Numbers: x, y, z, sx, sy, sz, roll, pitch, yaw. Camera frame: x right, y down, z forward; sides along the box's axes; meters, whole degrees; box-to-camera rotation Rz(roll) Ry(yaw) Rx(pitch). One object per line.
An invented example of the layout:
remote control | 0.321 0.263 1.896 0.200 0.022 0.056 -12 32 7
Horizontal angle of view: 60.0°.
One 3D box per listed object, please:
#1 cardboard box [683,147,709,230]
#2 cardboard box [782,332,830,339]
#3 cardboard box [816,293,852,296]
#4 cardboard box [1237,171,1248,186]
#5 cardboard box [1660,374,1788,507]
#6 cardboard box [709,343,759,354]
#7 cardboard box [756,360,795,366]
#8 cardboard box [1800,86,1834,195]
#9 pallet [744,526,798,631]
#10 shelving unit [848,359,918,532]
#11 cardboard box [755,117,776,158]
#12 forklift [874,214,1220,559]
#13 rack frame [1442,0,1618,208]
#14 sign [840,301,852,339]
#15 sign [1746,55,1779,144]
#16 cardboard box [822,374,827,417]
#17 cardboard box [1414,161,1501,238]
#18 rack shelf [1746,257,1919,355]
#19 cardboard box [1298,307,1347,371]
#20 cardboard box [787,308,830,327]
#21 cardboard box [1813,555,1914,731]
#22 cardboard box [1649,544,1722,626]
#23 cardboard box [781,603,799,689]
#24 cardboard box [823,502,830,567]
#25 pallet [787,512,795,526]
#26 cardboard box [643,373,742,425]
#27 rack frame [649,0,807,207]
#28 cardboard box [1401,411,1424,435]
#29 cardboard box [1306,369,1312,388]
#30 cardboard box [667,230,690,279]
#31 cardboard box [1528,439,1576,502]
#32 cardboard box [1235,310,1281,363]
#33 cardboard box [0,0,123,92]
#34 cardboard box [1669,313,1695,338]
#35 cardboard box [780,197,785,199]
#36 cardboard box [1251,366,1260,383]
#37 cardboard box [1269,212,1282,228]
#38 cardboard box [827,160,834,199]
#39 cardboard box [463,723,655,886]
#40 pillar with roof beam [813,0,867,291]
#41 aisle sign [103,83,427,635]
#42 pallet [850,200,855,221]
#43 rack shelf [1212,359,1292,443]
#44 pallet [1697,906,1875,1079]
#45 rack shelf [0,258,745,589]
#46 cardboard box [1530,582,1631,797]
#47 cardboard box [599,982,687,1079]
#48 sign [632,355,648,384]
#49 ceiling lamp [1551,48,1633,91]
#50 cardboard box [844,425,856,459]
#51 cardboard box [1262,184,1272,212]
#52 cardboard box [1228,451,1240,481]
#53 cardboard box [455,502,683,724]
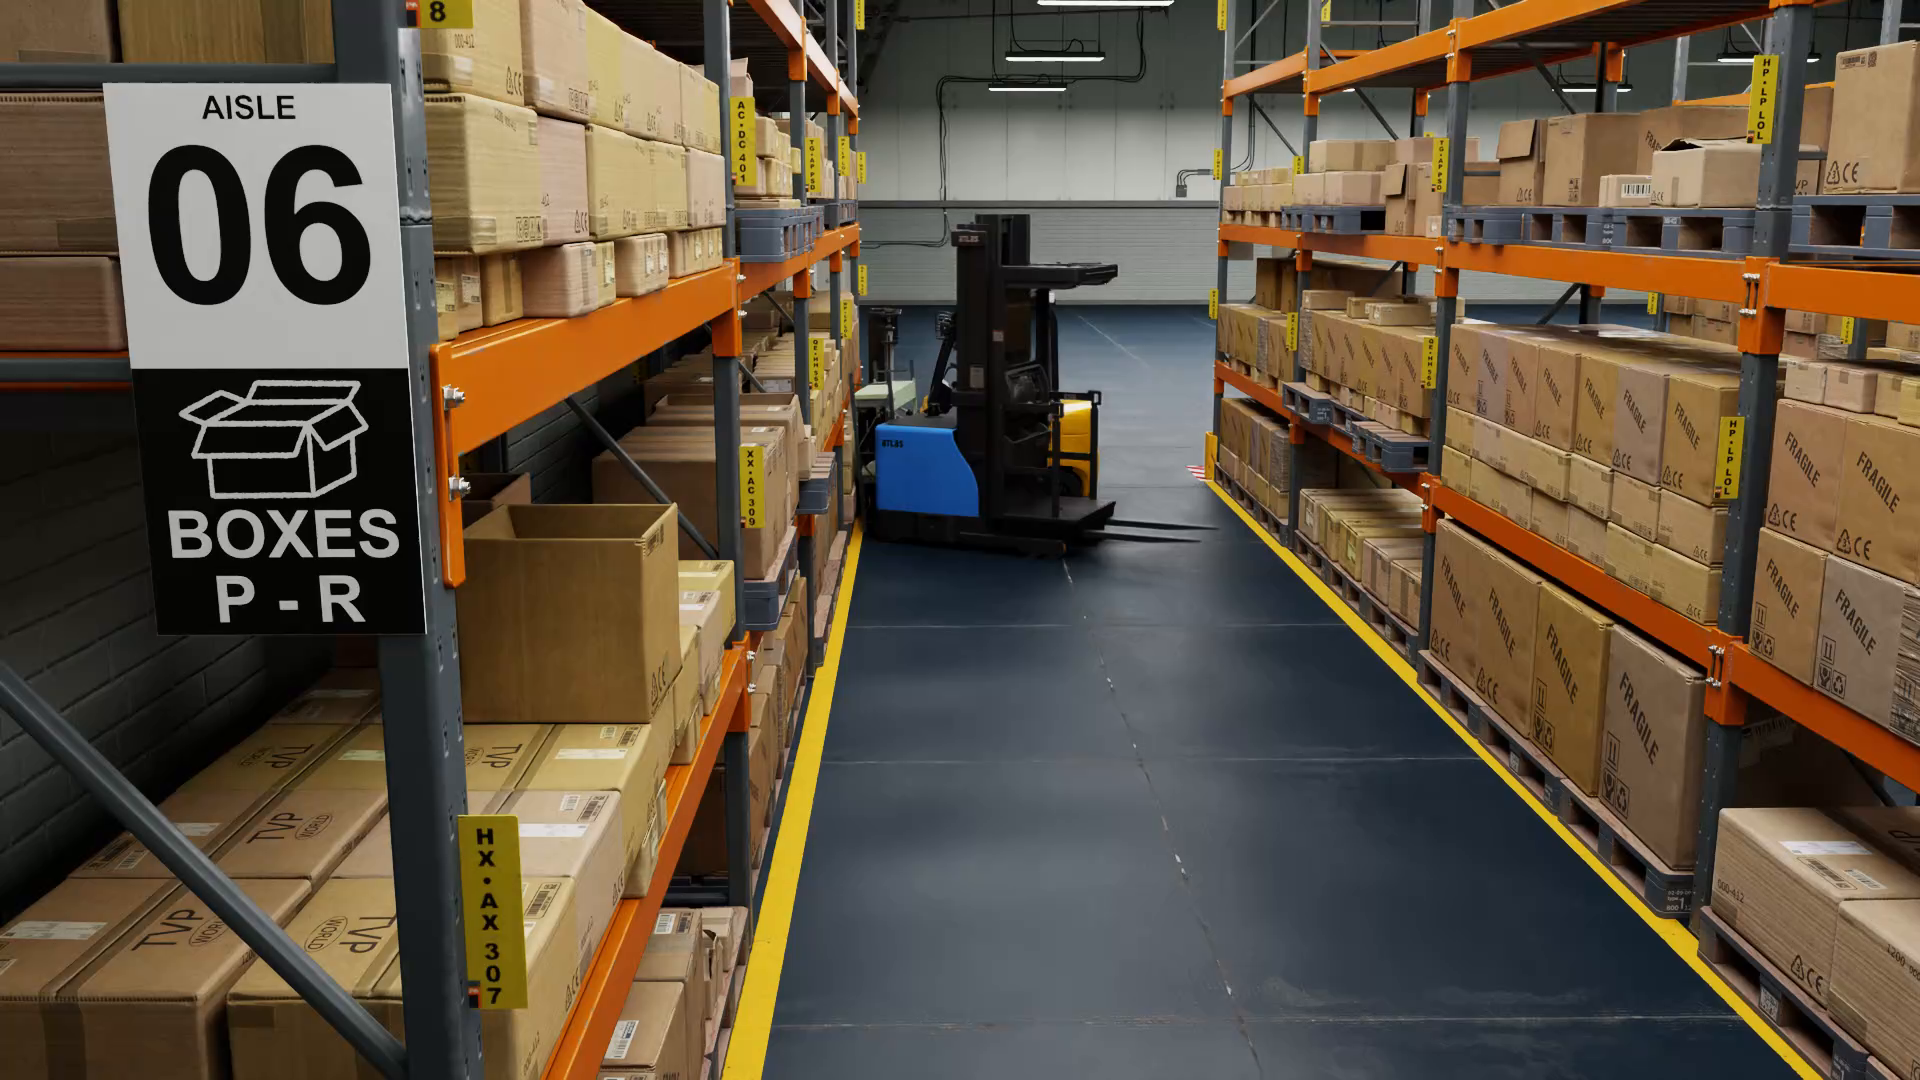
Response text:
cardboard box | -1.083 -1.124 5.330 0.500 0.250 0.500 -1 11 -3
cardboard box | -1.301 -1.670 14.053 0.380 0.149 0.250 0 11 1
cardboard box | -1.326 -2.507 17.430 0.380 0.149 0.250 0 11 0
cardboard box | 3.048 -3.702 17.036 0.380 0.149 0.250 0 11 -1
cardboard box | 3.337 -0.428 7.047 0.500 0.500 0.500 0 11 1
cardboard box | -1.774 -1.463 13.032 0.380 0.149 0.250 0 11 -1
cardboard box | -1.216 -1.162 11.551 0.380 0.149 0.250 0 11 -1
cardboard box | 3.869 -1.702 7.243 0.500 0.500 0.500 0 11 -2
pallet | -1.272 0.155 7.424 1.003 0.211 1.213 0 11 -1
shelving unit | -0.675 -0.894 15.674 0.431 1.500 0.755 -1 15 15
cardboard box | -0.933 -1.588 6.566 0.380 0.149 0.250 0 11 0
forklift | 0.780 -1.389 14.726 3.031 2.935 1.130 5 12 23
rack frame | 3.515 -3.536 10.046 1.000 3.000 0.127 0 11 -1
sign | -0.988 -1.903 14.371 0.100 0.325 0.005 0 11 -1
sign | 3.055 -1.674 6.322 0.100 0.325 0.005 0 11 -1
cardboard box | -1.215 -1.039 11.947 0.500 0.250 0.500 -1 11 -3
cardboard box | 3.505 -2.303 11.264 0.700 0.500 0.500 0 11 -1
rack shelf | 3.639 -0.521 4.537 1.077 0.370 4.000 0 11 -1
cardboard box | 3.155 -1.697 14.016 0.500 0.500 0.500 0 11 0
cardboard box | -1.354 -1.999 14.927 0.380 0.149 0.250 0 11 0
cardboard box | 3.352 0.345 5.755 0.500 0.500 0.500 0 11 -1
cardboard box | 3.336 0.185 7.173 0.500 0.250 0.500 -1 11 -3
cardboard box | -1.224 0.627 9.845 0.500 0.500 0.500 0 11 -2
cardboard box | -1.500 -0.154 13.381 0.875 0.625 0.625 0 11 -2
pallet | -1.403 -0.094 8.652 1.003 0.211 1.213 0 11 -1
cardboard box | -1.593 -0.727 9.980 0.500 0.500 0.500 0 11 2
rack frame | -1.448 -3.515 9.942 1.000 3.000 0.127 0 11 -1
cardboard box | 3.195 -0.796 11.204 0.380 0.149 0.250 0 11 0
cardboard box | 3.128 -1.363 13.997 0.380 0.149 0.250 0 11 0
cardboard box | -1.063 -0.905 5.256 0.380 0.149 0.250 0 11 -1
cardboard box | 3.283 -0.363 8.614 0.500 0.250 0.500 0 11 0
cardboard box | 3.108 -2.081 16.966 0.500 0.500 0.500 0 11 -2
cardboard box | -1.571 -0.859 2.767 0.500 0.250 0.500 -1 11 -3
cardboard box | 8.349 -2.227 18.303 0.875 0.550 0.550 0 11 -1
cardboard box | -1.214 -2.046 9.619 0.380 0.149 0.250 -1 11 -2
cardboard box | 3.080 -1.634 16.394 0.380 0.149 0.250 0 11 -1
cardboard box | 3.114 -3.004 15.601 0.380 0.149 0.250 0 11 0
cardboard box | -1.272 -2.908 13.413 0.500 0.311 0.500 -1 11 -3
cardboard box | -1.047 0.651 4.126 0.500 0.250 0.500 0 11 -2
pillar with roof beam | 1.432 -8.559 34.804 9.100 9.000 0.548 0 11 -1
aisle sign | -0.987 -0.246 2.381 0.394 0.787 0.004 0 11 -1
pallet | -1.624 -3.451 17.395 1.003 0.211 1.213 0 11 -1
rack shelf | 3.391 -1.436 16.593 1.077 0.370 4.000 0 11 -1
pallet | 3.535 1.717 6.254 1.003 0.211 1.213 0 11 -1
rack shelf | -1.324 -0.500 4.433 1.077 0.370 4.000 0 11 -1
cardboard box | 3.478 0.732 8.384 0.875 0.875 0.875 0 11 0
cardboard box | -1.090 1.637 4.867 0.500 0.500 0.500 0 11 0
sign | -2.003 -1.139 10.409 0.100 0.325 0.005 0 11 -1
ceiling lamp | 16.156 -13.098 42.497 2.000 3.185 0.800 0 11 -1
cardboard box | -1.227 -0.917 15.572 0.500 0.250 0.500 0 11 -1
cardboard box | 3.146 -3.222 15.671 0.500 0.250 0.500 0 11 -2
cardboard box | 3.093 -0.781 17.417 0.500 0.250 0.500 0 11 1
cardboard box | -1.054 0.186 4.531 0.500 0.500 0.500 0 11 0
